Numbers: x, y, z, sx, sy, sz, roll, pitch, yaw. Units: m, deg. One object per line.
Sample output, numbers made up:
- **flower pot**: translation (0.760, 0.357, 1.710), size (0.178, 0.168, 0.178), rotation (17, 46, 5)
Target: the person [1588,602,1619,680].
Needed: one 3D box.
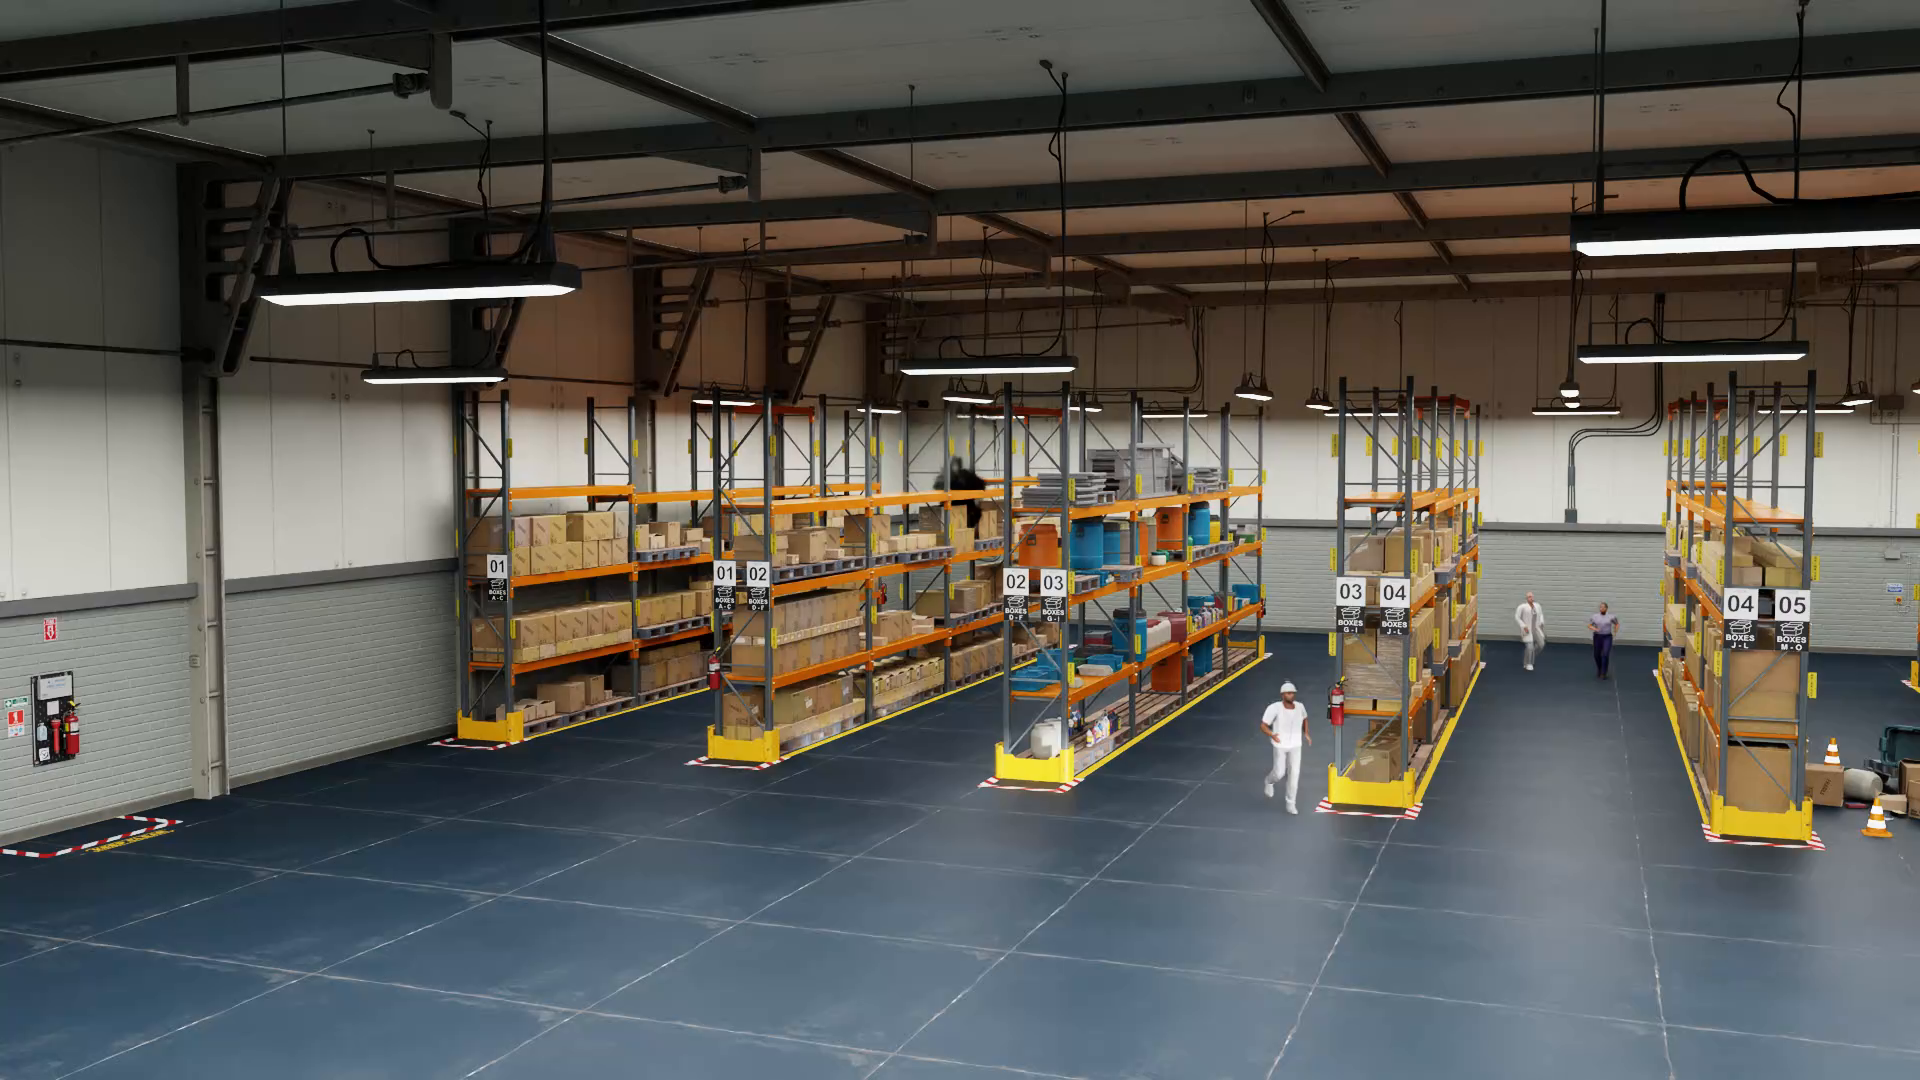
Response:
- **person**: translation (13.991, 2.175, 36.199), size (0.626, 1.644, 0.838), rotation (2, 4, 30)

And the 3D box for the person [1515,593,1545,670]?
- **person**: translation (12.948, 2.064, 37.653), size (0.741, 1.743, 0.551), rotation (-1, 3, -13)

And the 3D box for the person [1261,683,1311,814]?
- **person**: translation (4.542, 2.856, 23.091), size (0.727, 1.758, 0.925), rotation (-1, 3, -10)
